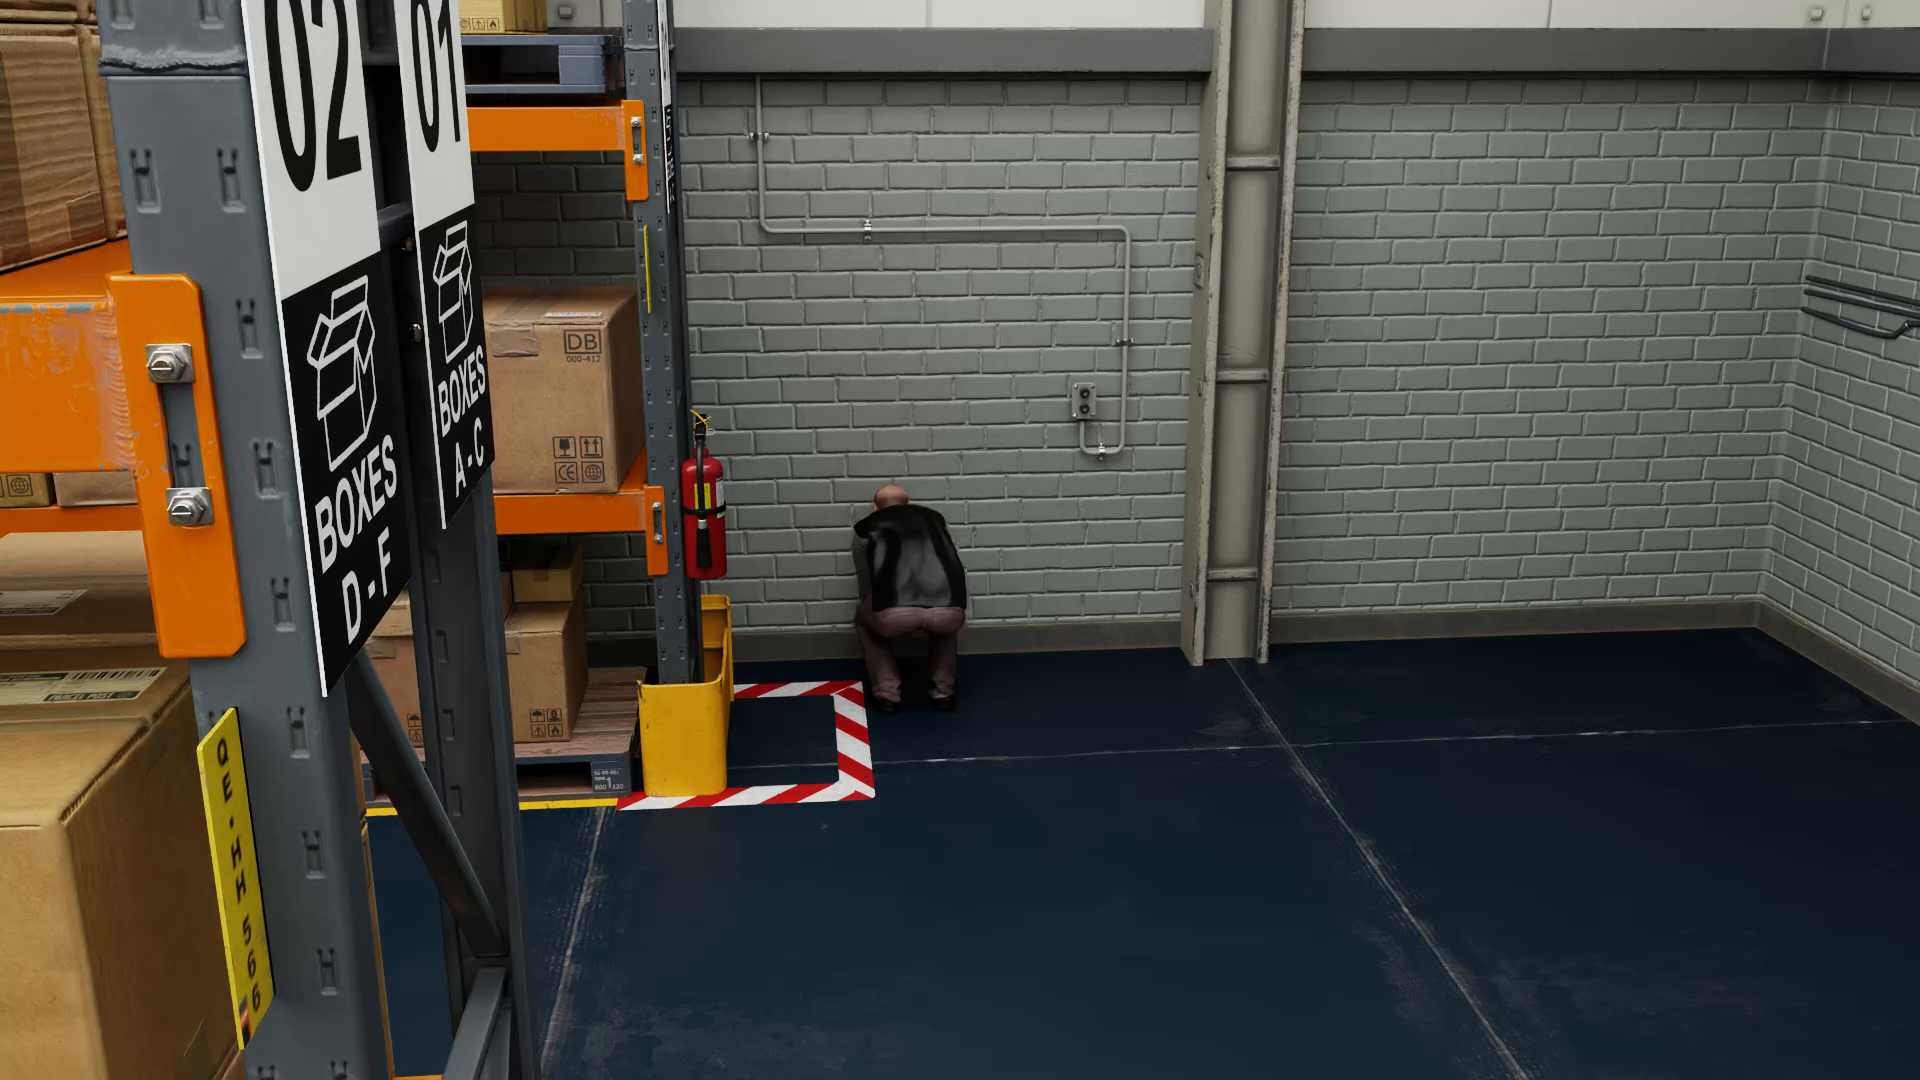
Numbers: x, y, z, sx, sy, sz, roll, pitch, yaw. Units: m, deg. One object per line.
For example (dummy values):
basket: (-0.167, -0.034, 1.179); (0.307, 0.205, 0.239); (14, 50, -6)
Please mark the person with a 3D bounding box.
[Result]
person: (-0.250, 0.286, 7.977); (0.511, 0.957, 0.905); (-3, 17, -9)
